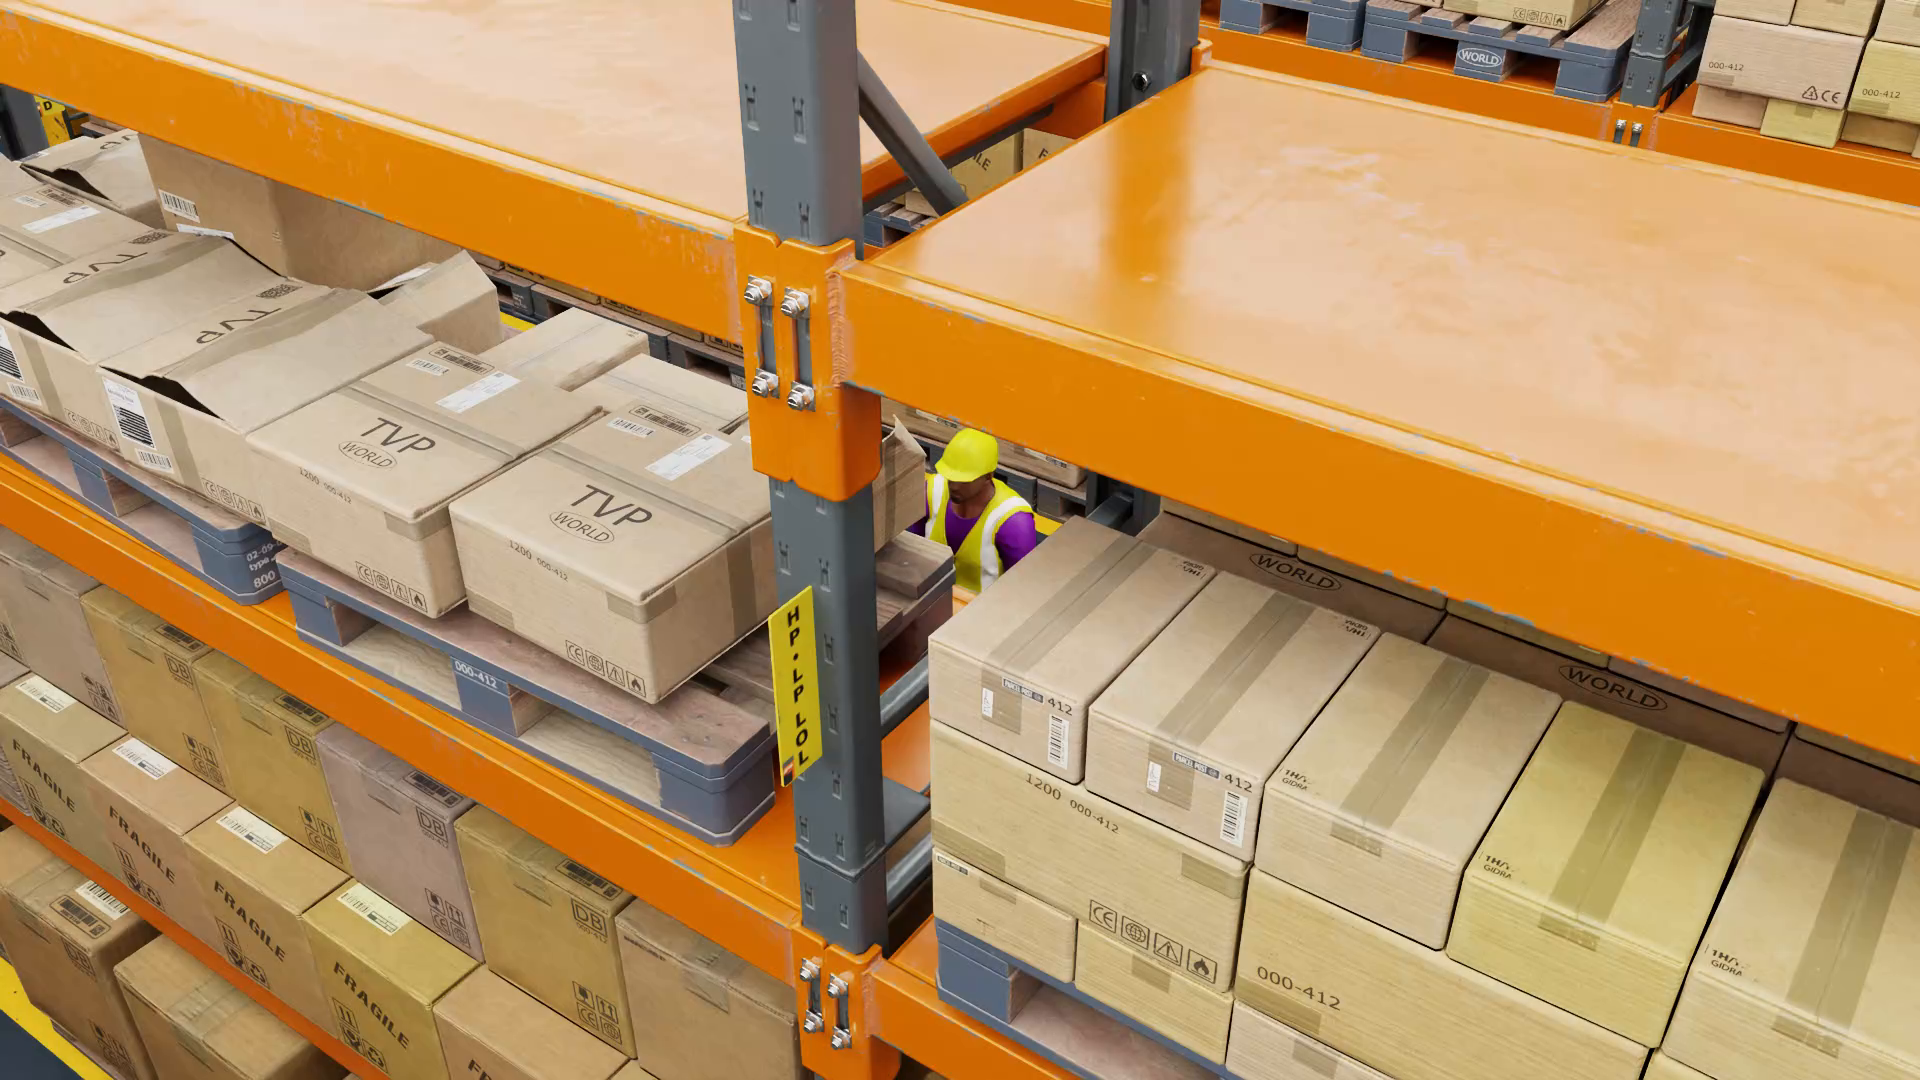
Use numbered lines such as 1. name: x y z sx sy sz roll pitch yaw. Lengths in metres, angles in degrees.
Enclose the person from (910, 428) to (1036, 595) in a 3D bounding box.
1. person: -0.011 0.334 6.807 0.625 1.766 0.555 21 40 28
